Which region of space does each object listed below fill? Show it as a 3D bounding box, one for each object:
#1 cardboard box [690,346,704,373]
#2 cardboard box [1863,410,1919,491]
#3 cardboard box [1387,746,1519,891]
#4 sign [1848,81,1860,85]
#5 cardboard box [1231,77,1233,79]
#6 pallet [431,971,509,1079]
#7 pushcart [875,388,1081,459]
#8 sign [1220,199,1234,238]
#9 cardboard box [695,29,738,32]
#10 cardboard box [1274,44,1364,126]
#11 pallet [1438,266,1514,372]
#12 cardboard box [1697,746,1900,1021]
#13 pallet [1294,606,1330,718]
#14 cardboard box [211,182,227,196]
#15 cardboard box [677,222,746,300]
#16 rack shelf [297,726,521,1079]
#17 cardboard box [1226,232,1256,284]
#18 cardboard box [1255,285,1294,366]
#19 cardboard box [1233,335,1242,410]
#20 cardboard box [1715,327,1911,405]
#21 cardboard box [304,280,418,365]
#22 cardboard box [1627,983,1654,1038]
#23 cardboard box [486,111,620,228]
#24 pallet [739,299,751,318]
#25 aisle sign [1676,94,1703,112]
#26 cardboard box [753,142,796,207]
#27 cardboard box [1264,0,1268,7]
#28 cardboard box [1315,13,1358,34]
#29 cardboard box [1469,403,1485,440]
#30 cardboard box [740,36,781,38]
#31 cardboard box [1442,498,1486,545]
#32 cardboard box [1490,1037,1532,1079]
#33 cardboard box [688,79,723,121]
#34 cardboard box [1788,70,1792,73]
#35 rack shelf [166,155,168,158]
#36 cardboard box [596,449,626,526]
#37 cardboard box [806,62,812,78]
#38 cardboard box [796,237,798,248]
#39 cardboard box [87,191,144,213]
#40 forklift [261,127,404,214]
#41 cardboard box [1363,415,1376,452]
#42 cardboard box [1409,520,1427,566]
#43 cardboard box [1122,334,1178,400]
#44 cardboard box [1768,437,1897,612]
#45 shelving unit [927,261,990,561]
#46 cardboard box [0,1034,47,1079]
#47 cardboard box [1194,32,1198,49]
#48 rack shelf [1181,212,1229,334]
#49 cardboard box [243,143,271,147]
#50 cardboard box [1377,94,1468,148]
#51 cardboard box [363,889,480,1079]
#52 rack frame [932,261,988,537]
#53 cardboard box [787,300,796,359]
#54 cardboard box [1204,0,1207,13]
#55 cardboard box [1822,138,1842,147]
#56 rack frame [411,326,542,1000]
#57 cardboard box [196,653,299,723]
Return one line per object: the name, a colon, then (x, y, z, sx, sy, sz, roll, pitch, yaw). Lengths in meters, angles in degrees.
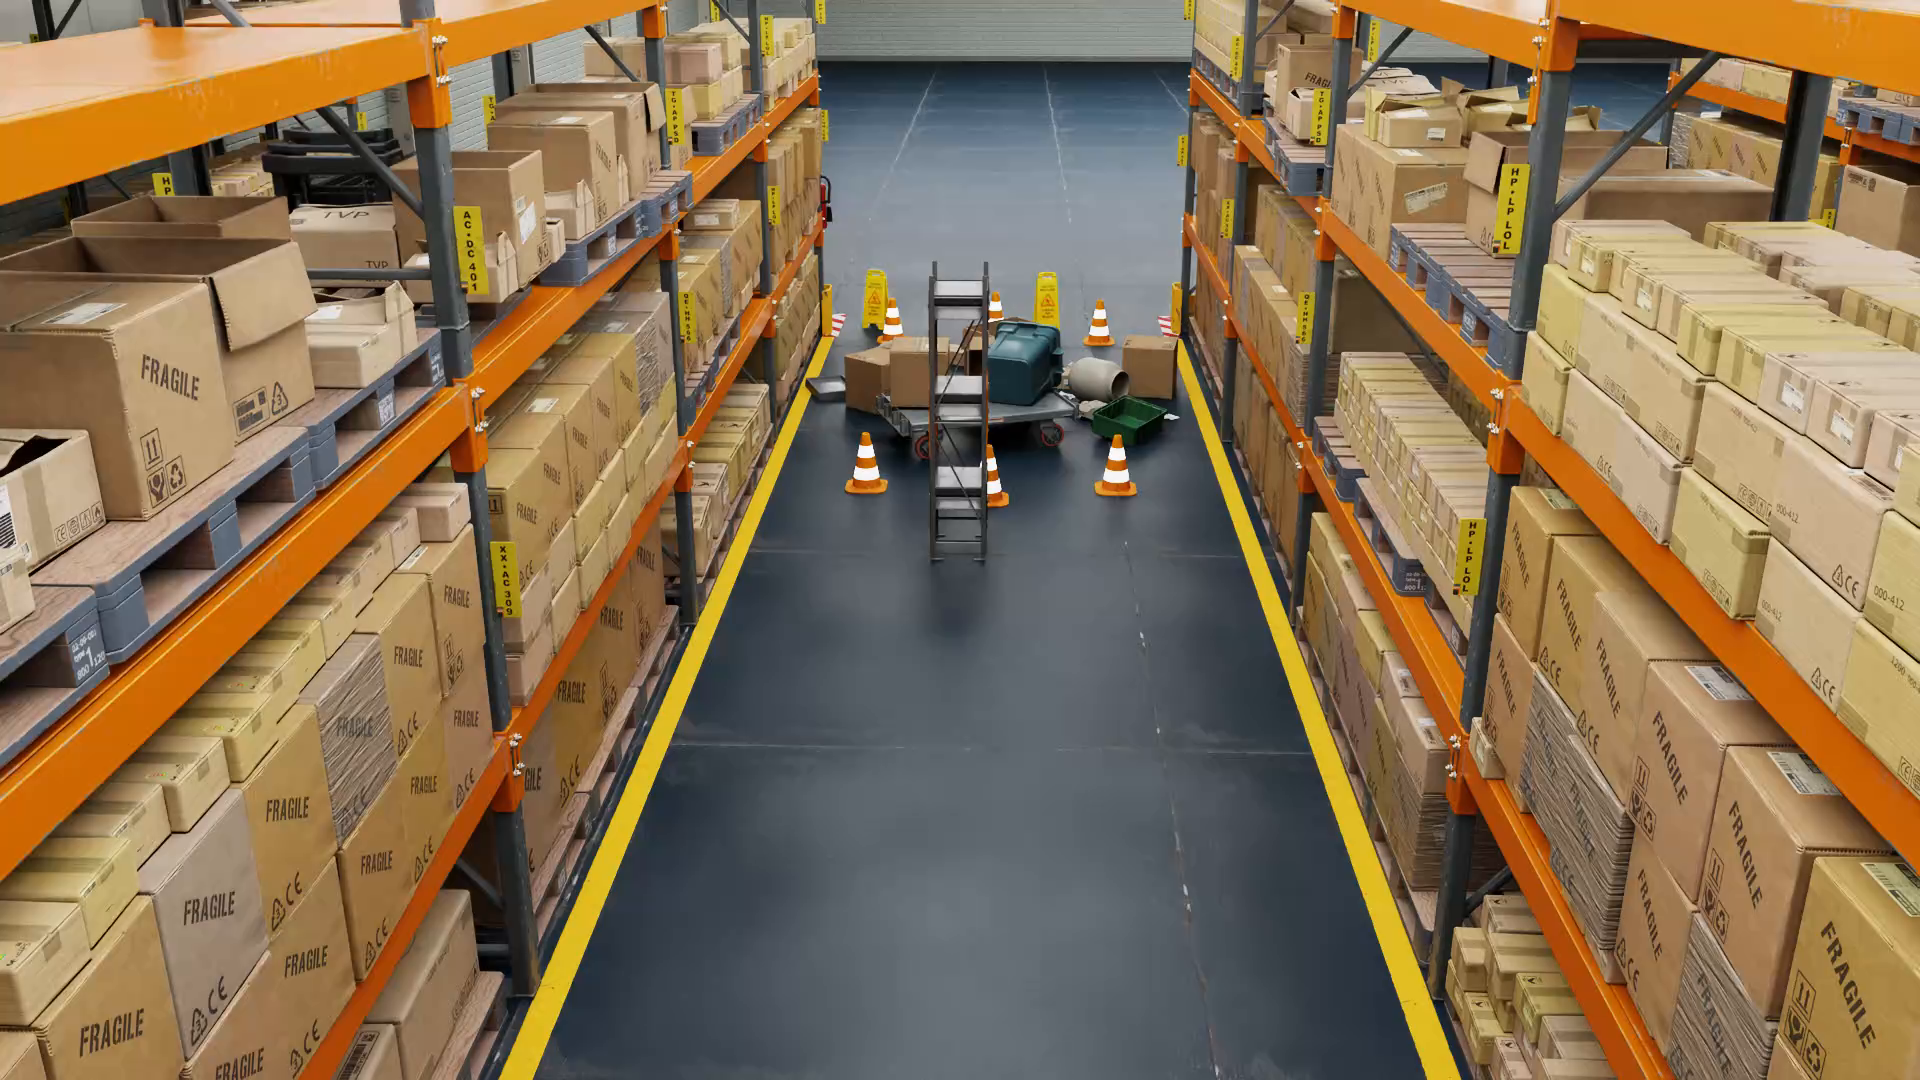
cardboard box: (-1.959, -1.245, 11.358, 0.380, 0.149, 0.250, -1, 21, -2)
cardboard box: (2.253, -0.180, 3.664, 0.380, 0.149, 0.250, 0, 21, 0)
cardboard box: (2.349, 1.313, 7.875, 0.500, 0.500, 0.500, 0, 21, 1)
sign: (7.234, -3.831, 13.394, 0.100, 0.325, 0.005, 1, 21, 2)
cardboard box: (2.521, -4.029, 14.248, 0.380, 0.149, 0.250, 1, 21, 3)
pallet: (-2.474, 2.169, 6.646, 1.003, 0.211, 1.213, 1, 21, 2)
pushcart: (0.151, -1.068, 14.759, 1.648, 0.377, 0.936, -7, 22, -17)
sign: (2.267, -2.725, 14.100, 0.100, 0.325, 0.005, 1, 21, 2)
cardboard box: (-2.300, -4.720, 15.646, 0.380, 0.149, 0.250, 1, 21, 3)
cardboard box: (2.473, -3.152, 11.502, 0.500, 0.500, 0.500, 1, 21, 2)
pallet: (2.704, -0.920, 6.865, 1.213, 0.211, 1.003, 1, 21, 2)
cardboard box: (2.244, 0.869, 4.212, 0.500, 0.500, 0.500, 2, 21, 4)
pallet: (2.675, 0.750, 10.305, 1.003, 0.211, 1.213, 1, 21, 2)
cardboard box: (-6.868, -3.138, 15.023, 0.380, 0.149, 0.250, 0, 21, 1)
cardboard box: (-1.949, -2.143, 12.775, 0.500, 0.500, 0.500, 1, 21, 3)
rack shelf: (-2.433, 1.654, 5.114, 1.077, 0.370, 4.000, 1, 21, 2)
cardboard box: (2.821, -2.483, 14.573, 0.875, 0.550, 0.550, 1, 21, 2)
cardboard box: (2.489, -1.592, 12.347, 0.500, 0.500, 0.500, 1, 21, 2)
cardboard box: (2.911, -1.711, 15.149, 0.875, 0.875, 0.875, 1, 21, 2)
cardboard box: (2.245, -0.462, 4.392, 0.380, 0.149, 0.250, 0, 21, 0)
cardboard box: (-2.072, -0.748, 5.631, 0.396, 0.266, 0.258, 1, 21, 3)
cardboard box: (2.289, 1.403, 5.113, 0.380, 0.149, 0.250, 1, 21, 4)
cardboard box: (-2.015, -1.851, 8.288, 0.500, 0.500, 0.500, 1, 21, 2)
pallet: (-2.298, -1.933, 13.629, 1.003, 0.211, 1.213, 1, 21, 2)
aisle sign: (7.600, -4.872, 17.345, 0.394, 0.787, 0.004, 1, 21, 2)
cardboard box: (-1.862, -3.290, 14.929, 0.700, 0.500, 0.500, 1, 21, 2)
cardboard box: (3.263, -5.405, 16.692, 0.380, 0.149, 0.250, 1, 21, 2)
cardboard box: (3.173, -4.303, 13.850, 0.380, 0.149, 0.250, 1, 21, 2)
cardboard box: (3.128, -0.675, 9.477, 0.380, 0.149, 0.250, 1, 21, 3)
cardboard box: (-1.806, -4.435, 14.911, 0.380, 0.149, 0.250, 0, 21, 0)
cardboard box: (2.413, -0.081, 7.534, 0.380, 0.149, 0.250, 0, 21, 0)
cardboard box: (2.282, 2.061, 6.430, 0.380, 0.149, 0.250, 1, 21, 1)
cardboard box: (-2.039, -3.241, 12.216, 0.500, 0.250, 0.500, 1, 21, 2)
cardboard box: (7.582, -4.203, 14.724, 0.380, 0.149, 0.250, 1, 21, 4)
rack shelf: (-7.151, -2.690, 12.164, 1.077, 0.370, 4.000, 1, 21, 2)
cardboard box: (-2.034, -0.278, 8.614, 0.500, 0.250, 0.500, 0, 21, 0)
cardboard box: (-1.714, -4.802, 16.960, 0.380, 0.149, 0.250, 1, 21, 2)
cardboard box: (-1.771, -2.844, 16.060, 0.380, 0.149, 0.250, 1, 21, 1)
cardboard box: (-7.383, -2.957, 14.557, 0.380, 0.149, 0.250, 1, 21, 2)
forklift: (-4.553, -1.803, 13.124, 1.130, 2.935, 3.031, 1, 21, 2)
cardboard box: (2.466, -0.592, 9.263, 0.380, 0.149, 0.250, 1, 21, 2)
cardboard box: (2.420, 0.014, 8.114, 0.380, 0.149, 0.250, 0, 21, -1)
cardboard box: (1.843, -1.688, 16.184, 0.500, 0.500, 0.500, 4, 22, 11)
cardboard box: (2.249, -0.041, 3.859, 0.500, 0.250, 0.500, 1, 21, 2)
shelving unit: (-0.005, -0.919, 11.995, 0.431, 2.100, 0.503, 1, 21, 2)
cardboard box: (-2.195, 1.358, 3.361, 0.500, 0.500, 0.500, 0, 21, 0)
cardboard box: (2.612, -5.129, 17.082, 0.380, 0.149, 0.250, 1, 21, 2)
rack shelf: (2.882, -2.667, 16.250, 1.077, 0.370, 4.000, 1, 21, 2)
cardboard box: (-7.263, -4.070, 17.425, 0.380, 0.149, 0.250, 1, 21, 3)
cardboard box: (2.428, -2.213, 8.741, 0.396, 0.266, 0.258, 1, 21, 2)
cardboard box: (-2.499, 1.820, 6.653, 0.875, 0.438, 0.875, 0, 21, 1)
rack frame: (0.002, -1.007, 12.222, 0.400, 2.100, 0.015, 1, 21, 2)
cardboard box: (-1.837, -1.965, 15.630, 0.500, 0.500, 0.500, 1, 21, 4)
cardboard box: (2.591, -5.229, 16.239, 0.380, 0.149, 0.250, 1, 21, 2)
cardboard box: (8.074, -3.361, 15.113, 0.500, 0.500, 0.500, 1, 21, 2)
rack frame: (-2.372, 0.595, 6.848, 1.000, 3.000, 0.127, 1, 21, 2)
cardboard box: (-2.158, 0.446, 4.817, 0.380, 0.149, 0.250, 1, 21, 2)
